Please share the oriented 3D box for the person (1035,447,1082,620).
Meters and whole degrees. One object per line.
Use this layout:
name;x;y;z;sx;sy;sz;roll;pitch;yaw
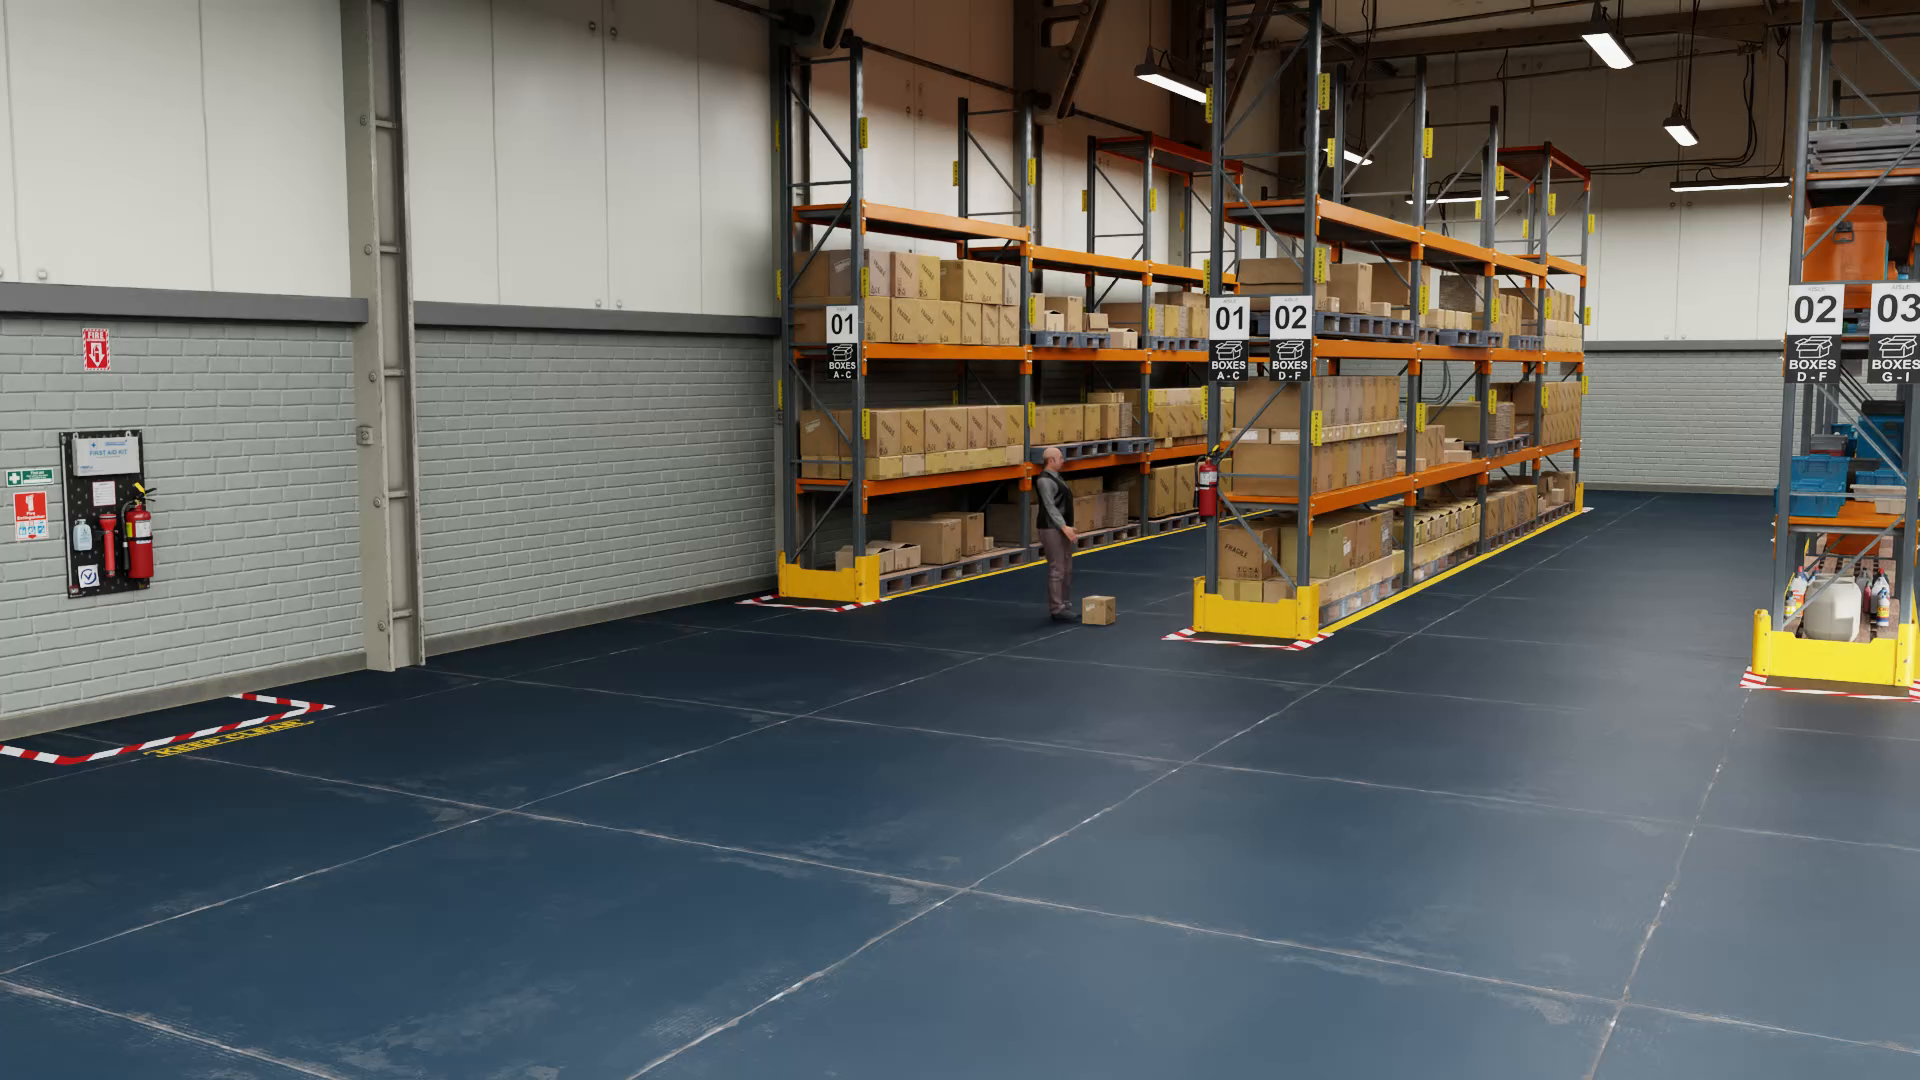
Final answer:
person;1.012;-0.051;16.746;0.480;1.759;0.559;2;6;19
